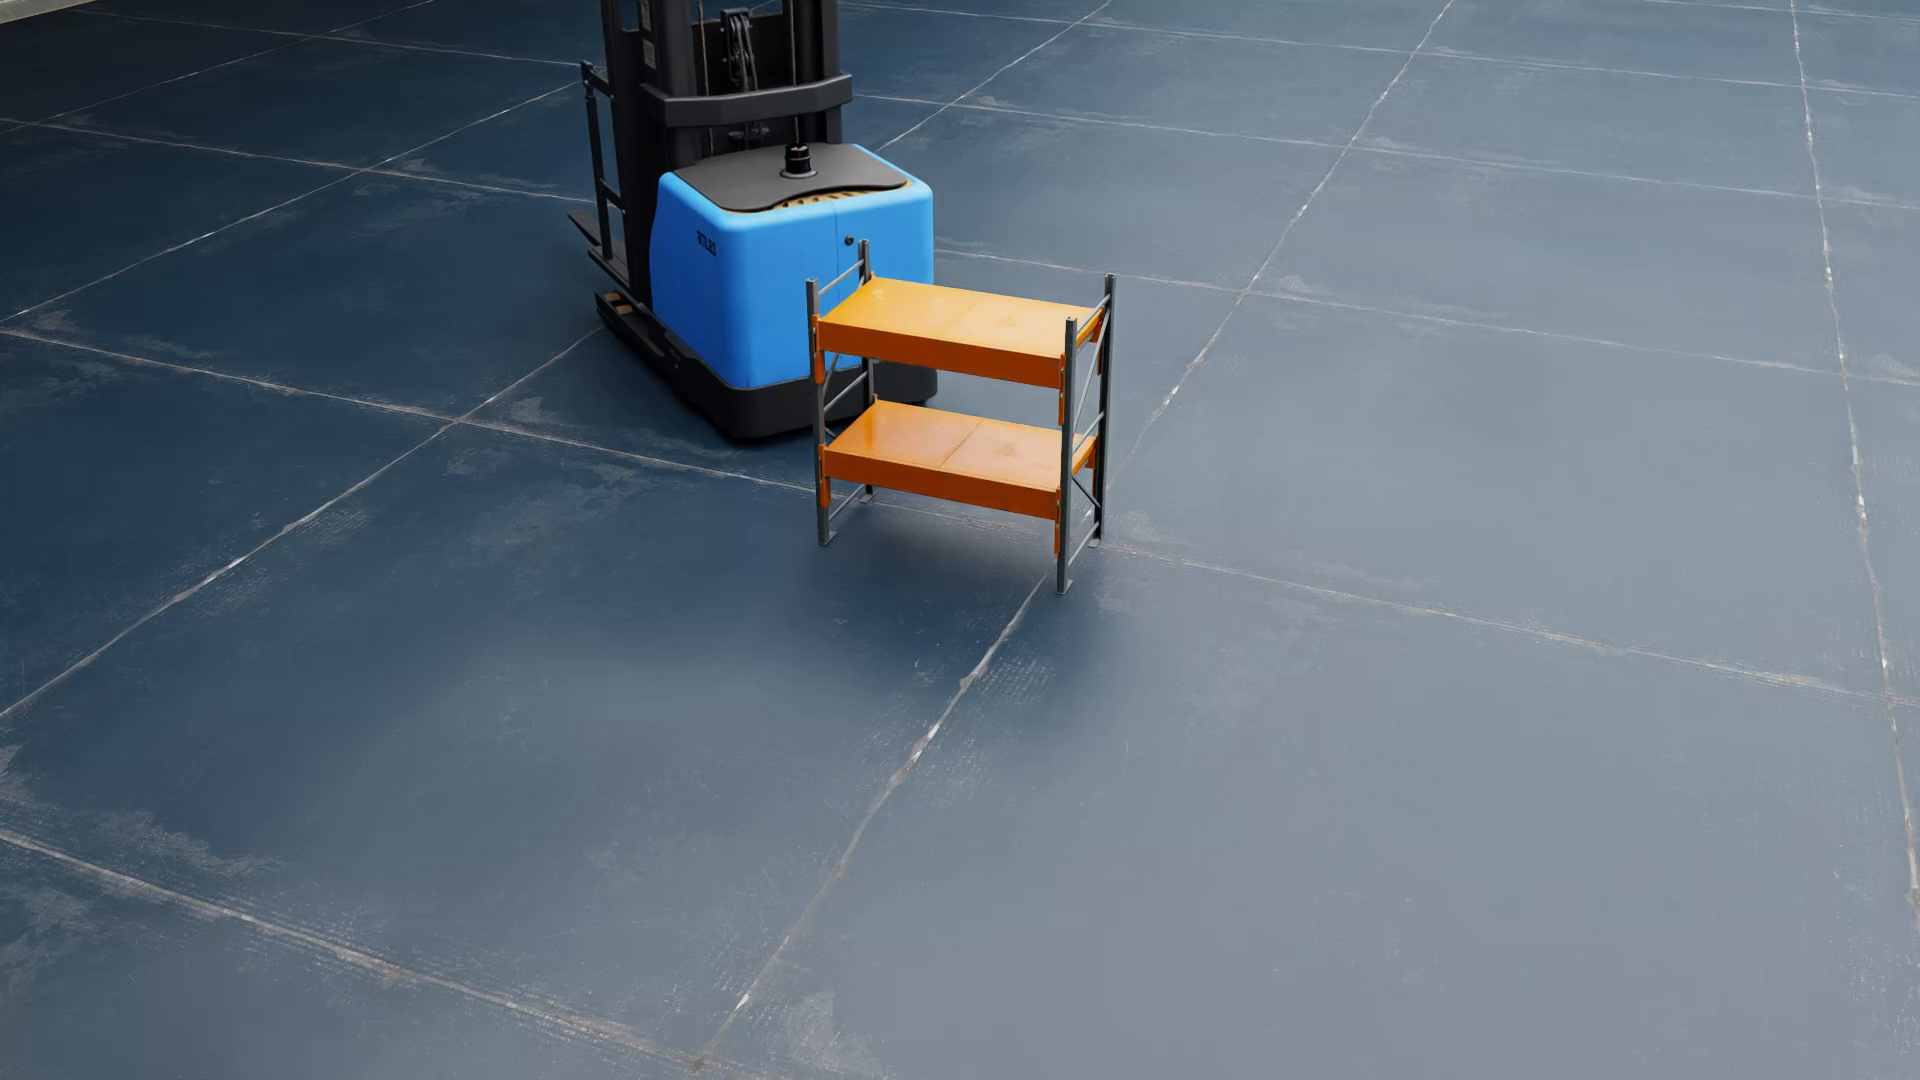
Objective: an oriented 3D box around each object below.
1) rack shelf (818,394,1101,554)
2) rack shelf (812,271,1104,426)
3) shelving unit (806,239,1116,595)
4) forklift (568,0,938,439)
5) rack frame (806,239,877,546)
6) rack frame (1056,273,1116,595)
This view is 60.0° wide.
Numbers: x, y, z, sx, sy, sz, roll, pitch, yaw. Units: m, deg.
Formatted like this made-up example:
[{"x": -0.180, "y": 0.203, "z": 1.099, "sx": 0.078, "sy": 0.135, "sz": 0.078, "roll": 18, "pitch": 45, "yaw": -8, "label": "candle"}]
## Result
[{"x": 0.006, "y": -0.276, "z": 6.591, "sx": 1.000, "sy": 0.278, "sz": 0.538, "roll": 11, "pitch": 31, "yaw": 19, "label": "rack shelf"}, {"x": 0.006, "y": -0.743, "z": 6.327, "sx": 1.000, "sy": 0.278, "sz": 0.538, "roll": 11, "pitch": 31, "yaw": 19, "label": "rack shelf"}, {"x": 0.006, "y": -0.488, "z": 6.471, "sx": 1.048, "sy": 1.125, "sz": 0.538, "roll": 11, "pitch": 31, "yaw": 19, "label": "shelving unit"}, {"x": -1.257, "y": -2.422, "z": 8.057, "sx": 1.130, "sy": 2.935, "sz": 3.031, "roll": -15, "pitch": 33, "yaw": -25, "label": "forklift"}, {"x": -0.465, "y": -0.582, "z": 6.637, "sx": 0.032, "sy": 1.125, "sz": 0.500, "roll": 11, "pitch": 31, "yaw": 19, "label": "rack frame"}, {"x": 0.477, "y": -0.394, "z": 6.305, "sx": 0.032, "sy": 1.125, "sz": 0.500, "roll": 11, "pitch": 31, "yaw": 19, "label": "rack frame"}]
